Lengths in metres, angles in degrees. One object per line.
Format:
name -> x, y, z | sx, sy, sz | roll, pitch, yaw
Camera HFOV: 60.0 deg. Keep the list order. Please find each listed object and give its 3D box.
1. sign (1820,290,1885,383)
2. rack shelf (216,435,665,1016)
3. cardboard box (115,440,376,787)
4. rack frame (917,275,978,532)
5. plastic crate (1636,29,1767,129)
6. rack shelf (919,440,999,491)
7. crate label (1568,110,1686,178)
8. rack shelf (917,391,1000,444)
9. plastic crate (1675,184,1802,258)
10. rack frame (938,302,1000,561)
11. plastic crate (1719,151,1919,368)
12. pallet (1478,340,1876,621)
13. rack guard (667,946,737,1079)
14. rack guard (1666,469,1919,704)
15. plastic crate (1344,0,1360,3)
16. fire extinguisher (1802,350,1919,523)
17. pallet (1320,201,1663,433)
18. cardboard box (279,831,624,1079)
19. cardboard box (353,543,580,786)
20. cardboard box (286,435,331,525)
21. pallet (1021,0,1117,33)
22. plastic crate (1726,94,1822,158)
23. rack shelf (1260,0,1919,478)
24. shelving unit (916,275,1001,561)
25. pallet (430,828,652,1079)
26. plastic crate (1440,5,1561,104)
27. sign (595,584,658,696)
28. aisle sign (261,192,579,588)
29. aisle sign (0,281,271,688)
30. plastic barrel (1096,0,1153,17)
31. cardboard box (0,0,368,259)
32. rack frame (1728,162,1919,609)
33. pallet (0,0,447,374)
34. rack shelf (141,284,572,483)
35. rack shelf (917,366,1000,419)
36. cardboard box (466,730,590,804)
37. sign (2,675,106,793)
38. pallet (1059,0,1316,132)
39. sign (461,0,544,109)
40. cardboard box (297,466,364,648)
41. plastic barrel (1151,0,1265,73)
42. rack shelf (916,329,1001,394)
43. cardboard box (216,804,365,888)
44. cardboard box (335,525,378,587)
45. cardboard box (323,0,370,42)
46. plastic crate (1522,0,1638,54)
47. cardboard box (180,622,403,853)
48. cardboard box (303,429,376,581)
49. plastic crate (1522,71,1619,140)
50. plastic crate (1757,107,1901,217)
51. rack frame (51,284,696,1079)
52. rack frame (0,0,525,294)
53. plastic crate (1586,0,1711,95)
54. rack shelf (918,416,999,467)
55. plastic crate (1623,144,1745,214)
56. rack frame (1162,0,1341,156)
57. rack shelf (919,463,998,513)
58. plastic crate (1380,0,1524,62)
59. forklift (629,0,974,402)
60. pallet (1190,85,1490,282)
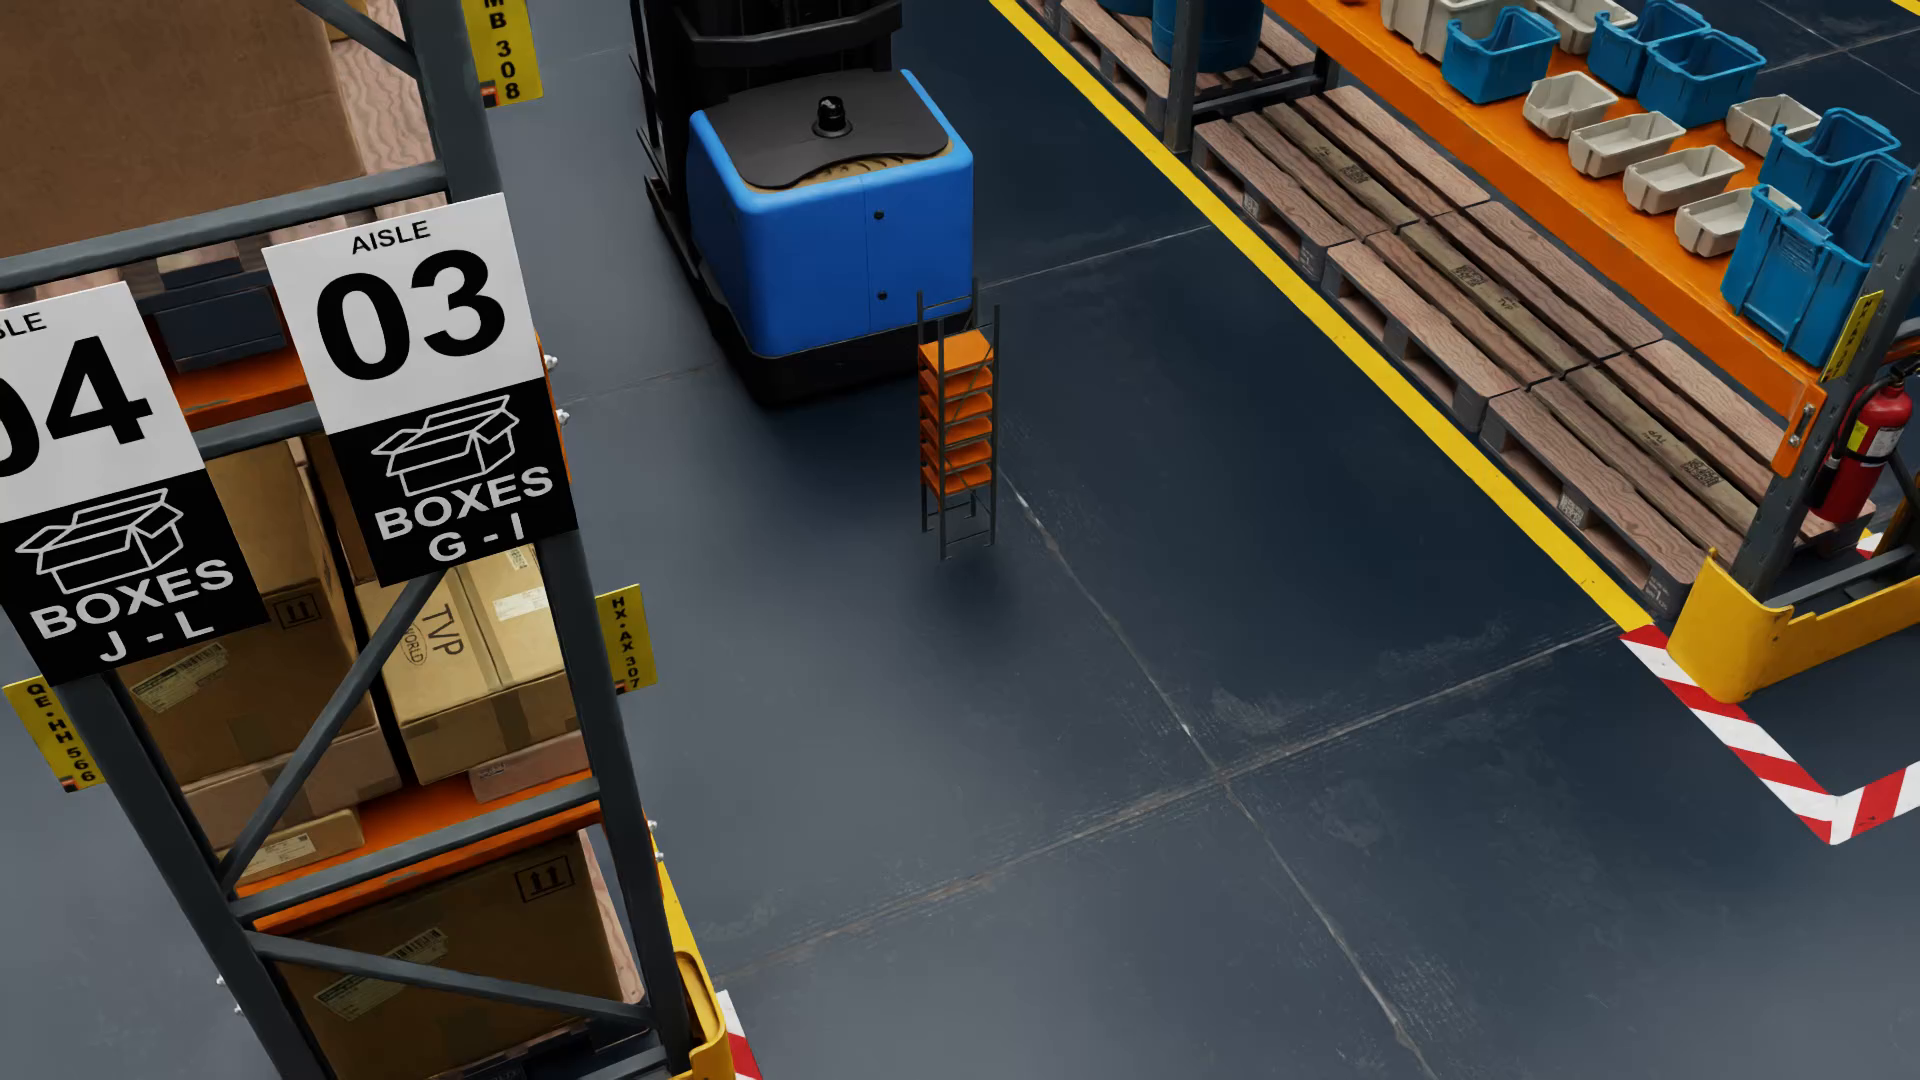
sign -> 2.753, -0.626, 5.132 | 0.100, 0.325, 0.005 | -18, 47, -17
rack shelf -> -2.090, -0.296, 5.427 | 1.077, 0.370, 4.000 | -18, 47, -17
cardboard box -> -1.692, 0.170, 3.803 | 0.500, 0.500, 0.500 | -17, 47, -17
rack frame -> -0.045, -0.495, 6.397 | 0.240, 1.200, 0.006 | -18, 47, -17
plastic crate -> 2.886, -1.796, 6.511 | 0.416, 0.233, 0.300 | -18, 47, -17
rack shelf -> -0.006, -0.319, 6.453 | 0.258, 0.103, 0.180 | -18, 47, -17
crate label -> 2.490, -1.493, 6.273 | 0.396, 0.136, 0.243 | -18, 47, -17
rack shelf -> -0.006, -0.490, 6.285 | 0.258, 0.103, 0.180 | -18, 47, -17
plastic crate -> 2.738, -1.134, 5.909 | 0.396, 0.136, 0.243 | -18, 47, -17
rack frame -> 0.032, -0.378, 6.279 | 0.240, 1.200, 0.006 | -18, 47, -17
plastic crate -> 2.935, -0.933, 5.492 | 0.616, 0.435, 0.499 | -18, 47, -17
pallet -> 2.933, -0.285, 6.888 | 1.003, 0.211, 1.213 | -18, 47, -17
rack guard -> -1.239, 1.627, 4.745 | 1.175, 0.500, 0.348 | -18, 47, -17
rack guard -> 3.267, 0.161, 6.231 | 1.175, 0.500, 0.348 | -18, 47, -17
plastic crate -> 1.711, -2.690, 7.253 | 0.402, 0.464, 0.583 | -18, 47, -17
fire extinguisher -> 2.896, -0.350, 5.289 | 0.296, 0.674, 0.183 | -18, 47, -17
pallet -> 2.424, -1.061, 7.675 | 1.003, 0.211, 1.213 | -18, 47, -17
cardboard box -> -1.591, 0.945, 4.870 | 0.875, 0.875, 0.875 | -18, 47, -17
cardboard box -> -1.206, 0.284, 4.221 | 0.500, 0.250, 0.500 | -19, 48, -18
cardboard box -> -2.120, -0.208, 4.720 | 0.500, 0.250, 0.500 | -20, 48, -19
pallet -> 0.760, -3.579, 10.227 | 1.003, 0.211, 1.213 | -18, 47, -17
plastic crate -> 3.095, -1.584, 6.364 | 0.250, 0.136, 0.298 | -18, 47, -17
rack shelf -> 2.404, -1.759, 6.909 | 1.077, 0.370, 4.000 | -18, 47, -17
shelving unit -> -0.006, -0.436, 6.338 | 0.258, 1.200, 0.189 | -18, 47, -17
pallet -> -1.656, 1.229, 5.355 | 1.003, 0.211, 1.213 | -18, 47, -17
plastic crate -> 2.149, -1.935, 6.652 | 0.416, 0.233, 0.300 | -18, 47, -17
sign -> -0.743, 0.226, 3.713 | 0.100, 0.325, 0.005 | -18, 47, -17
aisle sign -> -0.946, -0.246, 3.012 | 0.394, 0.787, 0.004 | -18, 47, -17
aisle sign -> -1.491, -0.069, 2.833 | 0.394, 0.787, 0.004 | -18, 47, -17
plastic barrel -> 1.052, -3.495, 9.351 | 0.600, 0.901, 0.708 | -18, 47, -17
cardboard box -> -1.516, -0.882, 2.931 | 0.700, 0.500, 0.500 | -21, 48, -20
rack frame -> 3.245, -0.740, 5.365 | 1.000, 3.000, 0.127 | -18, 47, -17
pallet -> -1.570, -0.783, 3.336 | 1.003, 0.211, 1.213 | -18, 47, -17
rack shelf -> -2.090, -1.364, 4.373 | 1.077, 0.370, 4.000 | -18, 47, -17
rack shelf -> -0.006, -0.576, 6.201 | 0.258, 0.103, 0.180 | -18, 47, -17
cardboard box -> -1.099, 0.488, 4.299 | 0.380, 0.149, 0.250 | -18, 47, -17
sign -> -1.747, 0.377, 3.239 | 0.100, 0.325, 0.005 | -18, 47, -17
pallet -> 1.276, -2.801, 9.438 | 1.003, 0.211, 1.213 | -18, 47, -17
sign -> -0.743, -0.845, 2.656 | 0.100, 0.325, 0.005 | -18, 47, -17
cardboard box -> -1.906, 0.116, 4.392 | 0.500, 0.250, 0.500 | -19, 48, -18
plastic barrel -> 1.350, -3.044, 8.894 | 0.600, 0.901, 0.708 | -18, 47, -17
rack shelf -> -0.006, -0.661, 6.116 | 0.258, 0.103, 0.180 | -18, 47, -17
cardboard box -> -1.697, 0.682, 4.102 | 0.380, 0.149, 0.250 | -17, 47, -17
cardboard box -> -1.430, -0.045, 4.555 | 0.500, 0.250, 0.500 | -19, 48, -18
cardboard box -> -1.643, -1.276, 3.330 | 0.700, 0.500, 0.500 | -20, 48, -19
plastic crate -> 2.568, -2.196, 6.985 | 0.293, 0.136, 0.466 | -18, 47, -17
cardboard box -> -1.693, 0.439, 4.064 | 0.500, 0.250, 0.500 | -19, 48, -18
cardboard box -> -1.416, -0.301, 4.281 | 0.500, 0.500, 0.500 | -19, 48, -18
plastic crate -> 2.348, -1.676, 6.458 | 0.298, 0.136, 0.250 | -18, 47, -17
plastic crate -> 3.163, -1.376, 6.086 | 0.416, 0.233, 0.300 | -18, 47, -17
rack frame -> -1.249, 0.722, 3.882 | 1.000, 3.000, 0.127 | -18, 47, -17
rack frame -> -1.249, -1.413, 1.775 | 1.000, 3.000, 0.127 | -18, 47, -17
plastic crate -> 2.760, -1.987, 6.705 | 0.416, 0.233, 0.300 | -18, 47, -17
rack shelf -> -0.006, -0.405, 6.369 | 0.258, 0.103, 0.180 | -18, 47, -17
plastic crate -> 2.629, -1.323, 6.100 | 0.396, 0.136, 0.243 | -18, 47, -17
rack frame -> 1.563, -3.289, 7.948 | 1.000, 3.000, 0.127 | -18, 47, -17
rack shelf -> -0.006, -0.234, 6.538 | 0.258, 0.103, 0.180 | -18, 47, -17
plastic crate -> 2.038, -2.241, 6.927 | 0.437, 0.282, 0.530 | -18, 47, -17
forklift -> -0.947, -2.697, 7.397 | 1.130, 2.935, 3.031 | -16, 47, -15
pallet -> 1.907, -1.840, 8.464 | 1.003, 0.211, 1.213 | -18, 47, -17
